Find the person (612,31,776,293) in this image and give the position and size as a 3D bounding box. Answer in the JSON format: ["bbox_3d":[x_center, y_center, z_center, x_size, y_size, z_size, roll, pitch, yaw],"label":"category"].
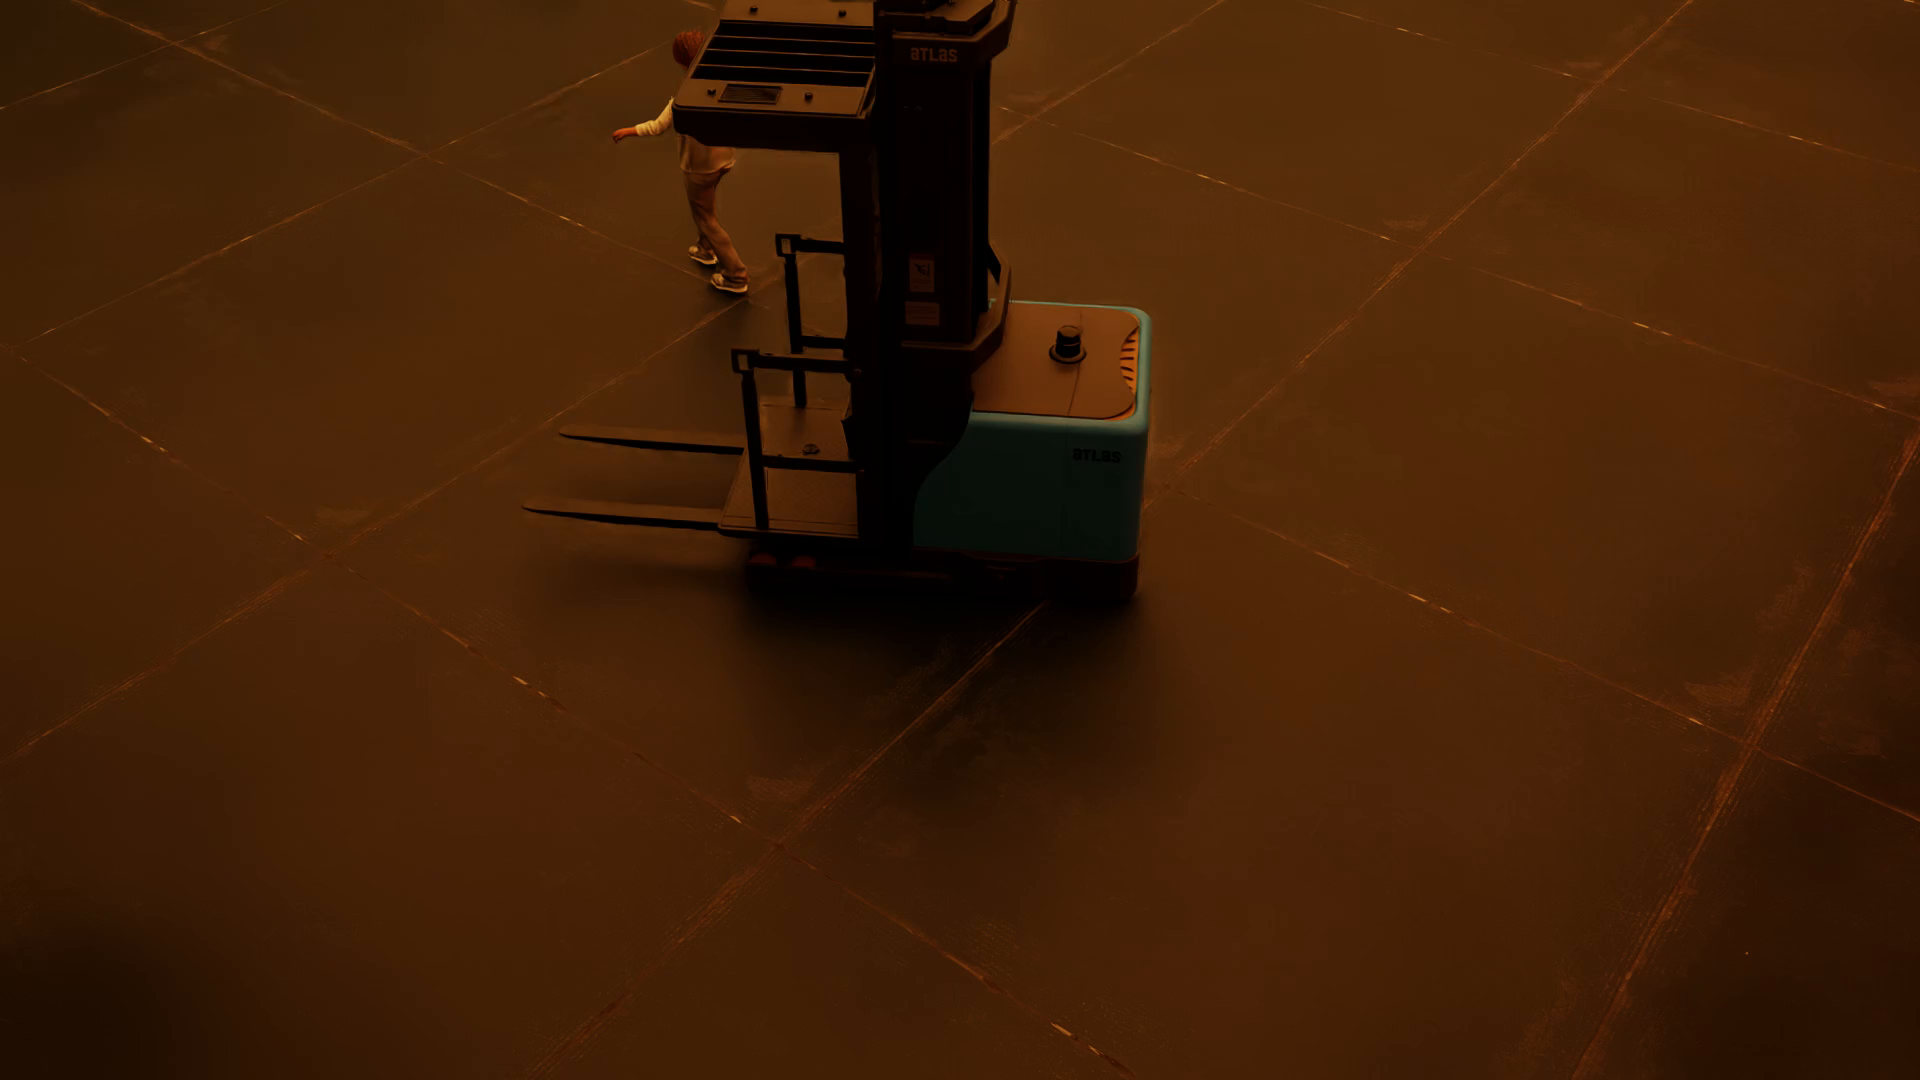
[{"bbox_3d":[-1.497,-2.242,9.778,0.701,1.566,0.826,26,47,27],"label":"person"}]

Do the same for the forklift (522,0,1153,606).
[{"bbox_3d":[-0.613,-1.212,7.496,3.031,2.935,1.130,4,41,5],"label":"forklift"}]
